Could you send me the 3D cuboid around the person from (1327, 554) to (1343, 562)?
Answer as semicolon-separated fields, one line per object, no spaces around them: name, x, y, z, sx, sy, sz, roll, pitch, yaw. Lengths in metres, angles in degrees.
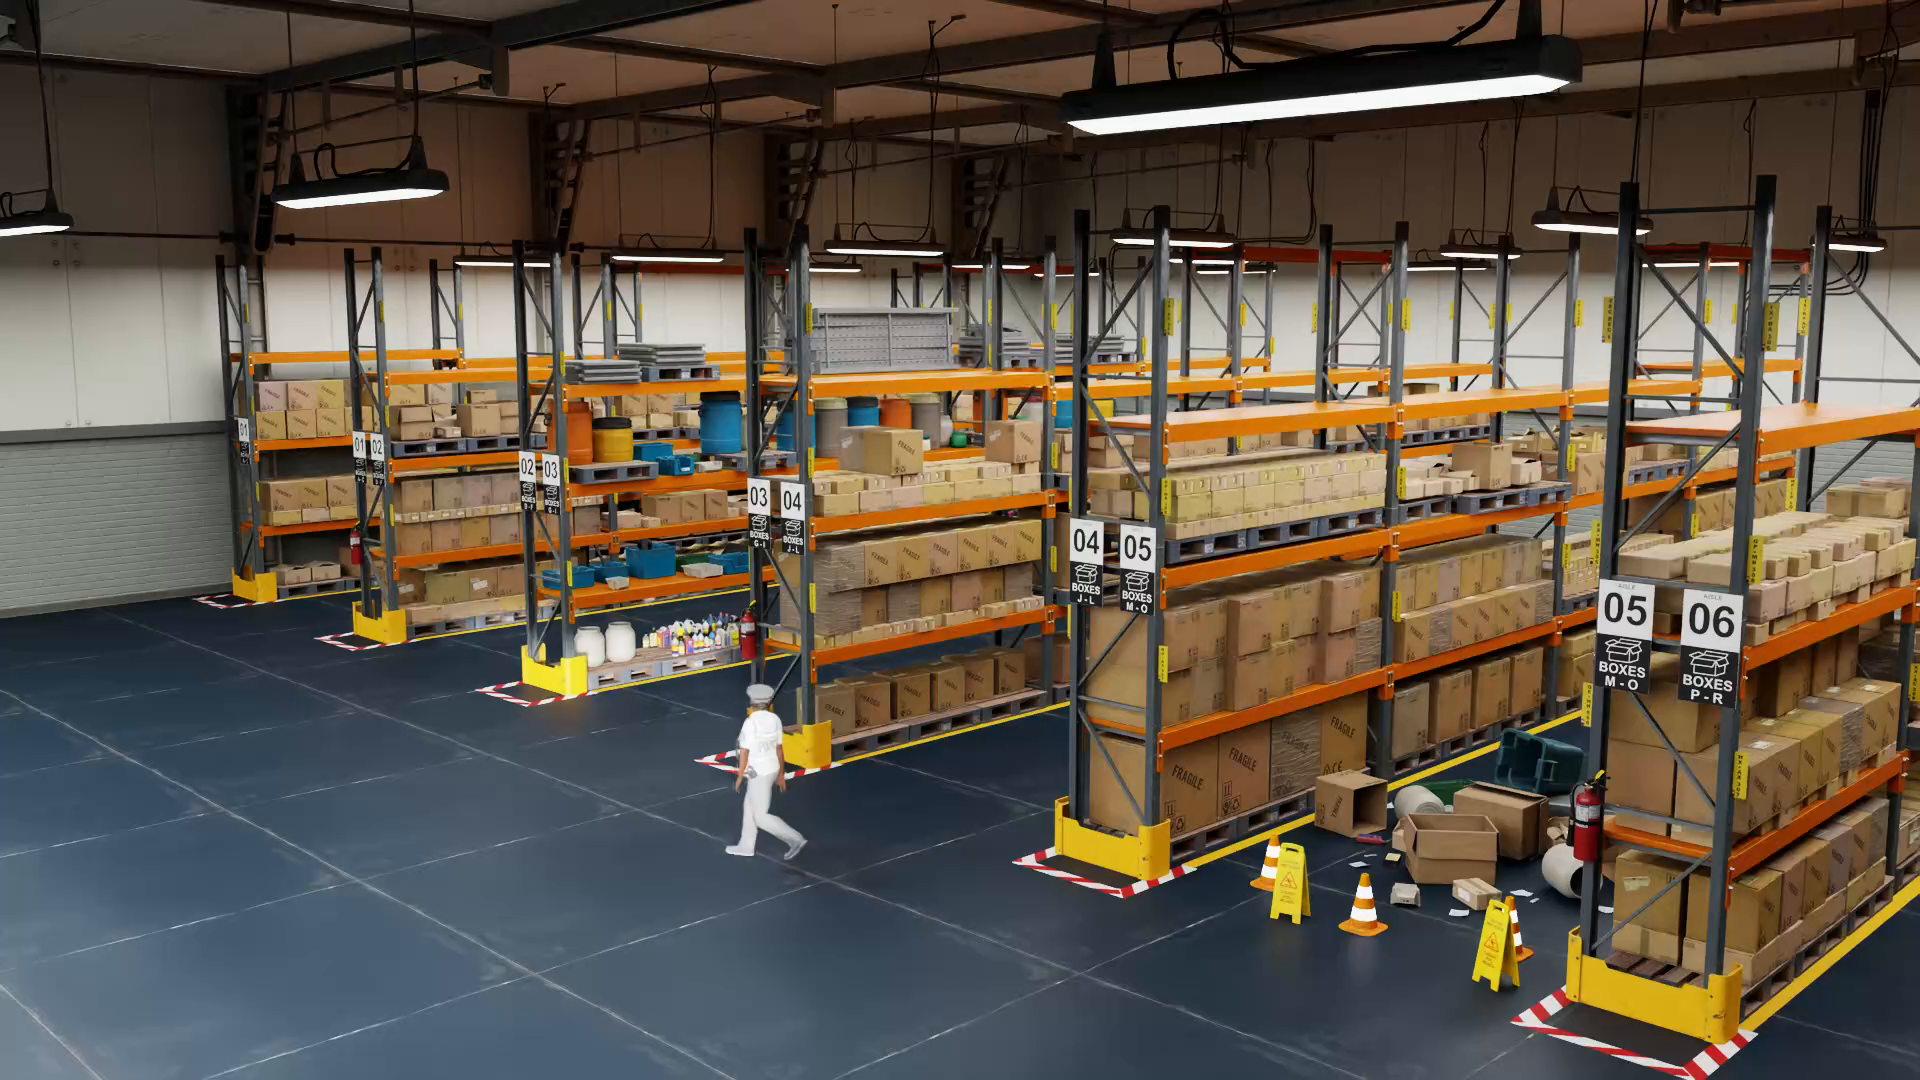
person;5.332;0.968;23.984;0.735;1.652;0.556;0;8;1

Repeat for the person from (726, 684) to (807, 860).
person;-1.812;2.168;15.424;0.886;1.652;0.409;2;8;13
